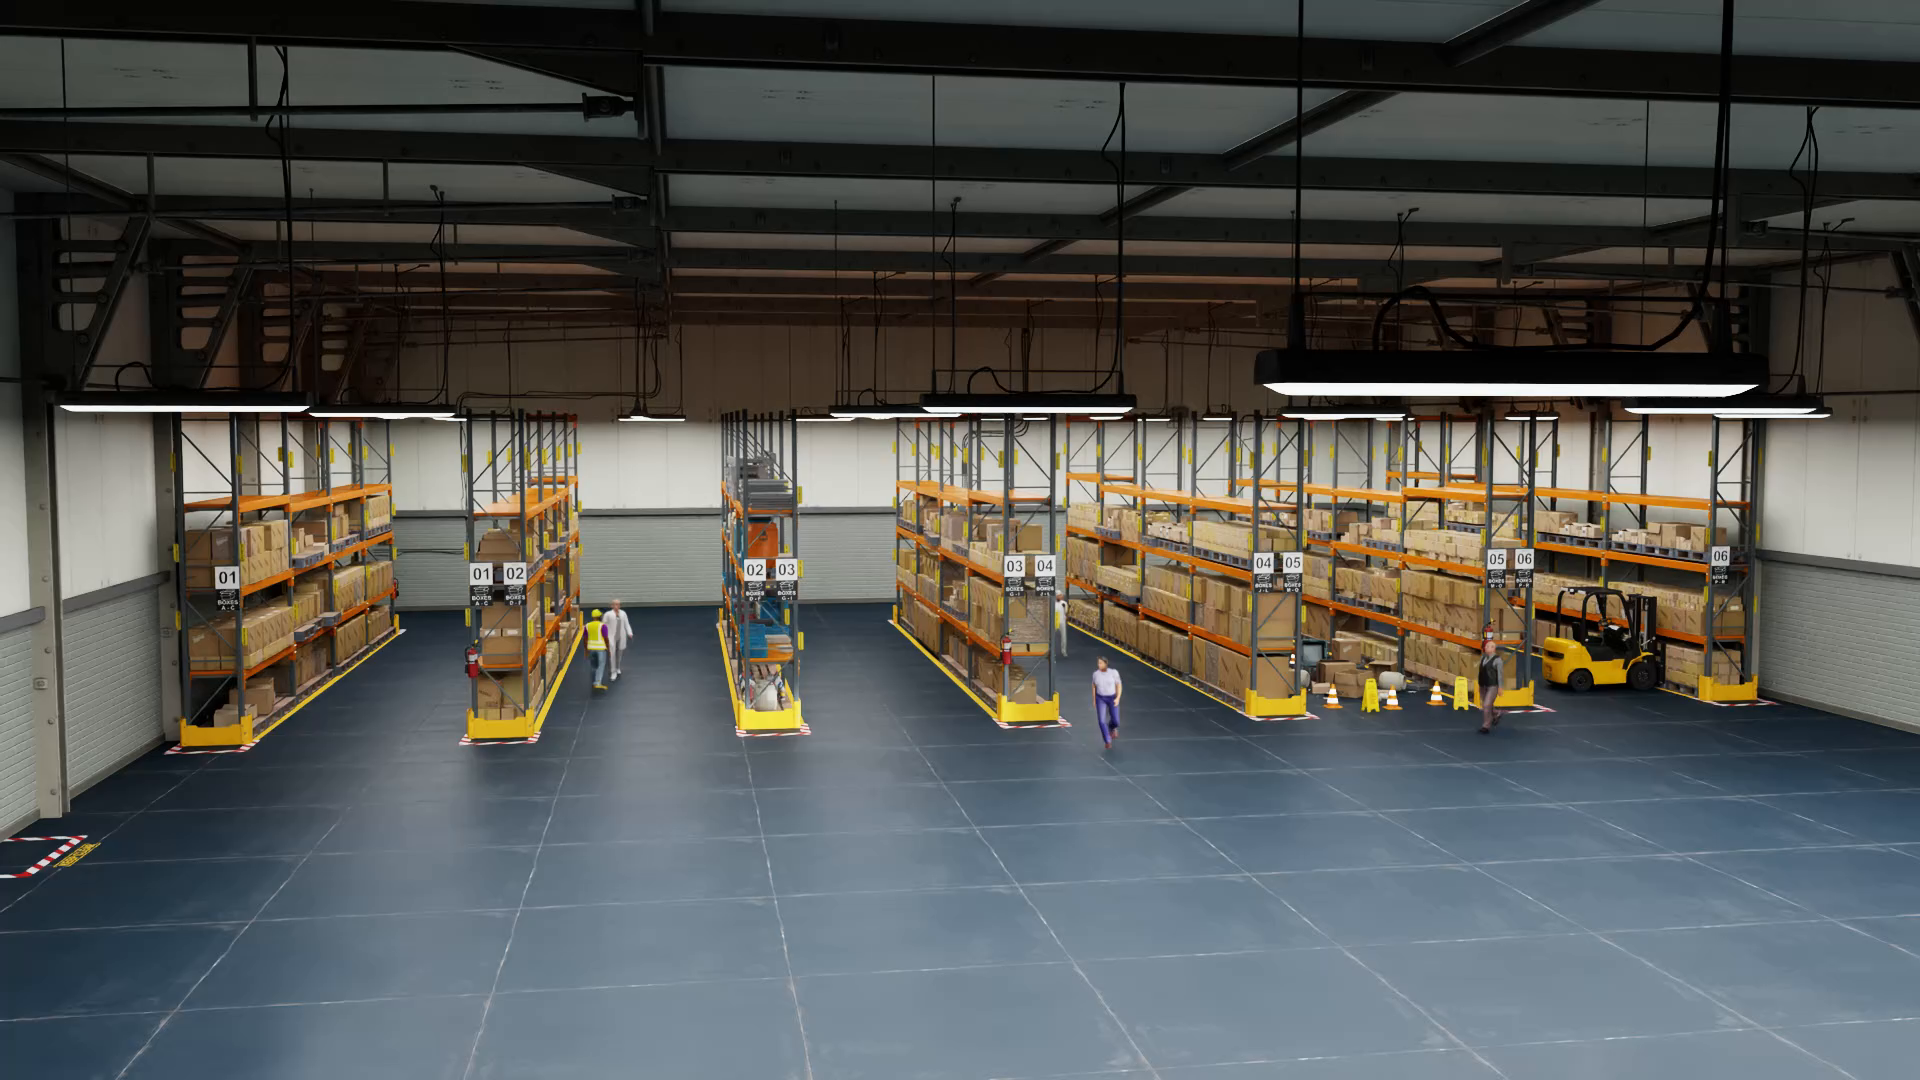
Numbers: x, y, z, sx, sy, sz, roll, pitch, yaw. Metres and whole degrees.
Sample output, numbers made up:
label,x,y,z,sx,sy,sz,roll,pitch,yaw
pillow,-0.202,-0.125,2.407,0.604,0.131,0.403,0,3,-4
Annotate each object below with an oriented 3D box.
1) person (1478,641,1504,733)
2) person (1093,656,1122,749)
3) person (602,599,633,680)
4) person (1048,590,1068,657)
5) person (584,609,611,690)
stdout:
label,x,y,z,sx,sy,sz,roll,pitch,yaw
person,9.883,2.717,30.878,0.912,1.692,0.533,-3,5,-38
person,2.614,2.865,29.555,0.537,1.619,0.578,1,4,13
person,-7.729,2.217,37.525,0.679,1.746,1.022,-2,4,-22
person,2.418,2.039,41.040,0.523,1.602,1.043,-1,4,-10
person,-7.792,2.363,35.714,0.624,1.748,0.949,1,4,8
